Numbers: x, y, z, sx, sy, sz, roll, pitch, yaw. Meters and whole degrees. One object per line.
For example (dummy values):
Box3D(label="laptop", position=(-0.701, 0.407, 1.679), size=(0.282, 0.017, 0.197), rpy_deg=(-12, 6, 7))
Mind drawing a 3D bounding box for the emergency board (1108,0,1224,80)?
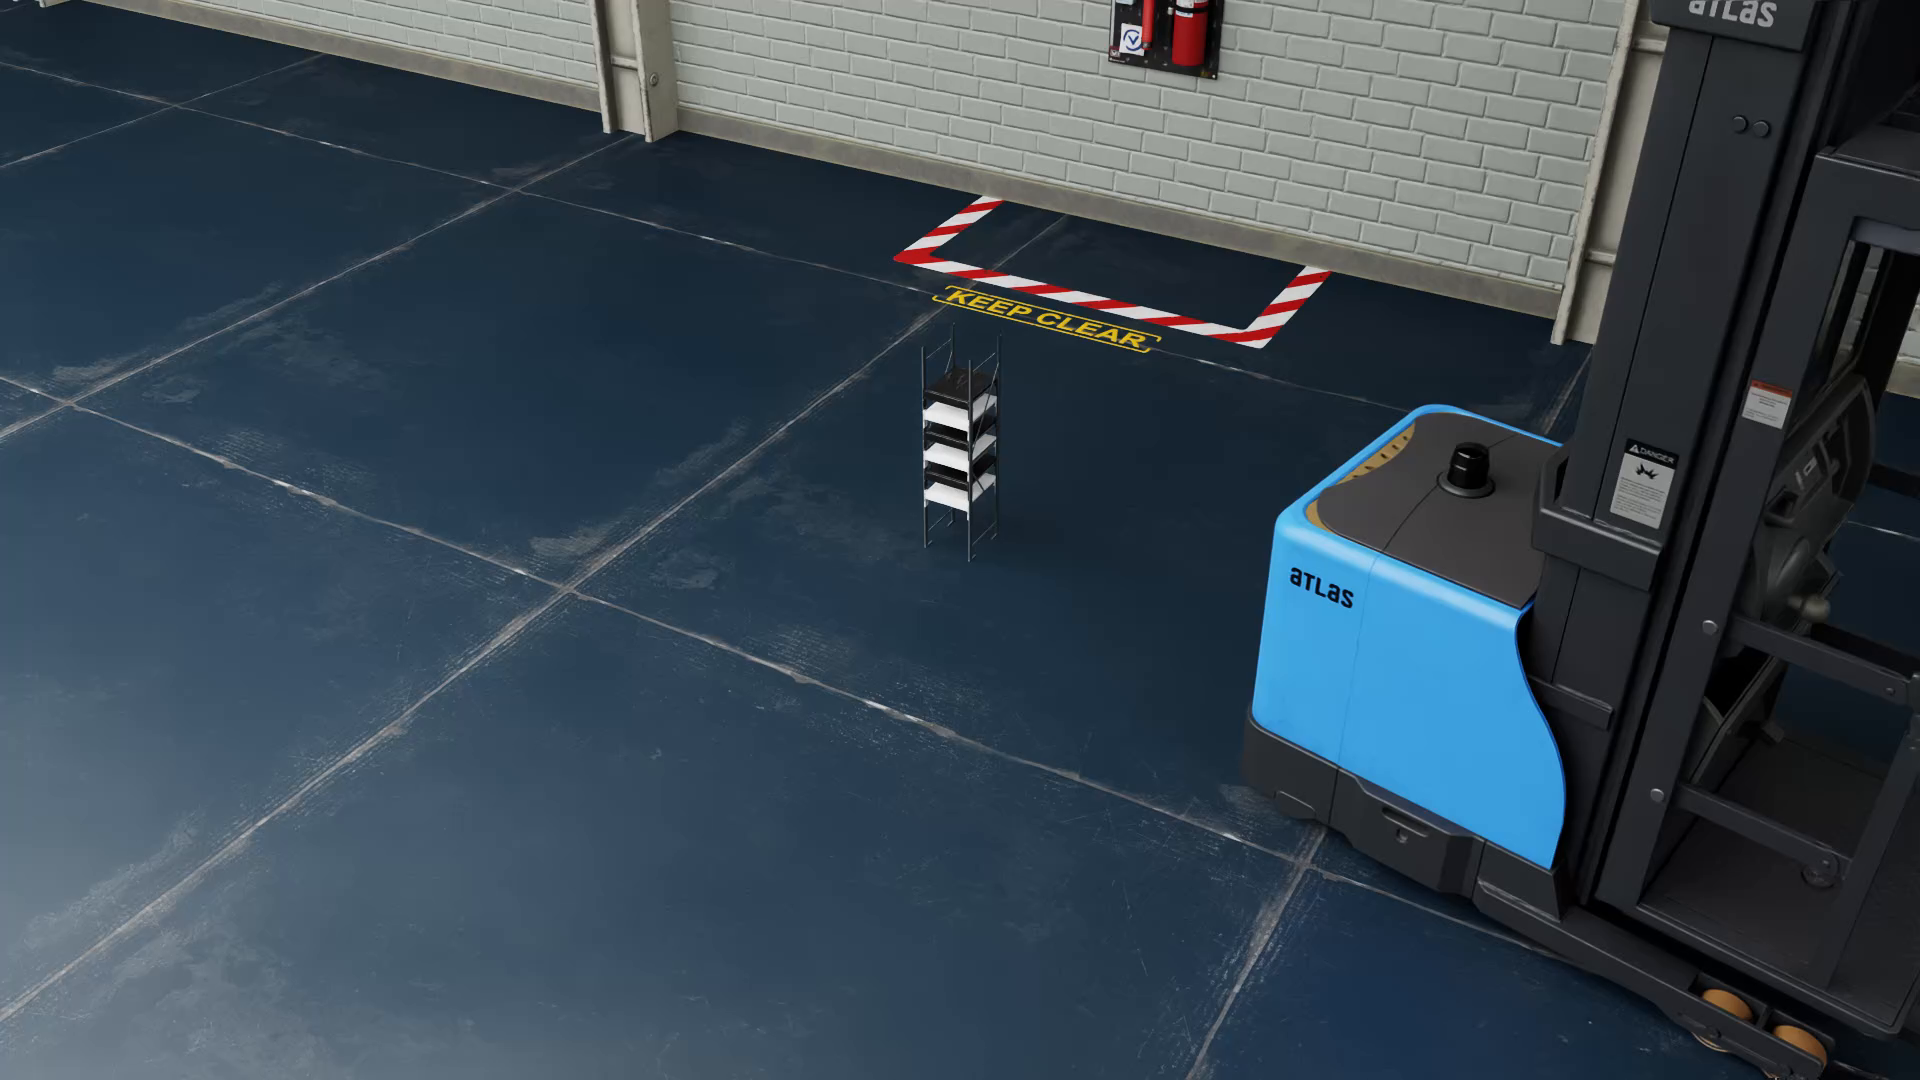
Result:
Box3D(label="emergency board", position=(1.036, -2.941, 8.460), size=(0.643, 1.169, 0.194), rpy_deg=(18, 37, 24))

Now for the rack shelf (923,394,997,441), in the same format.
Box3D(label="rack shelf", position=(0.007, -0.494, 6.416), size=(0.200, 0.077, 0.258), rpy_deg=(18, 37, 24))

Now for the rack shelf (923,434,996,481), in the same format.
Box3D(label="rack shelf", position=(0.007, -0.345, 6.516), size=(0.200, 0.077, 0.258), rpy_deg=(18, 37, 24))

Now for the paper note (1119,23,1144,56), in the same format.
Box3D(label="paper note", position=(0.917, -2.656, 8.827), size=(0.142, 0.148, 0.016), rpy_deg=(18, 37, 24))

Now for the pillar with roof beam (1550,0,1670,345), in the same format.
Box3D(label="pillar with roof beam", position=(1.027, -2.668, 2.638), size=(0.400, 9.000, 9.100), rpy_deg=(18, 37, 24))

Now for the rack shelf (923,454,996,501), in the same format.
Box3D(label="rack shelf", position=(0.007, -0.270, 6.566), size=(0.200, 0.077, 0.258), rpy_deg=(18, 37, 24))

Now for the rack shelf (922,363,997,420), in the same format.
Box3D(label="rack shelf", position=(0.007, -0.569, 6.366), size=(0.200, 0.077, 0.258), rpy_deg=(18, 37, 24))

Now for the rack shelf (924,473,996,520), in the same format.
Box3D(label="rack shelf", position=(0.007, -0.195, 6.615), size=(0.200, 0.077, 0.258), rpy_deg=(18, 37, 24))

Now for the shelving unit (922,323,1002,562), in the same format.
Box3D(label="shelving unit", position=(0.007, -0.372, 6.497), size=(0.210, 0.900, 0.258), rpy_deg=(18, 37, 24))

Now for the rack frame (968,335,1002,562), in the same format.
Box3D(label="rack frame", position=(0.095, -0.344, 6.455), size=(0.006, 0.900, 0.240), rpy_deg=(18, 37, 24))

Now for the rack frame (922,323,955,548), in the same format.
Box3D(label="rack frame", position=(-0.081, -0.400, 6.539), size=(0.006, 0.900, 0.240), rpy_deg=(18, 37, 24))

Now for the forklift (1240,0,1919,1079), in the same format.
Box3D(label="forklift", position=(2.368, -0.064, 4.202), size=(3.031, 2.935, 1.130), rpy_deg=(26, 41, 33))

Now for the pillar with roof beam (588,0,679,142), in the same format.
Box3D(label="pillar with roof beam", position=(-4.183, -4.318, 5.116), size=(0.400, 9.000, 9.100), rpy_deg=(18, 37, 24))

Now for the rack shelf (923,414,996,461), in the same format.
Box3D(label="rack shelf", position=(0.007, -0.419, 6.466), size=(0.200, 0.077, 0.258), rpy_deg=(18, 37, 24))
